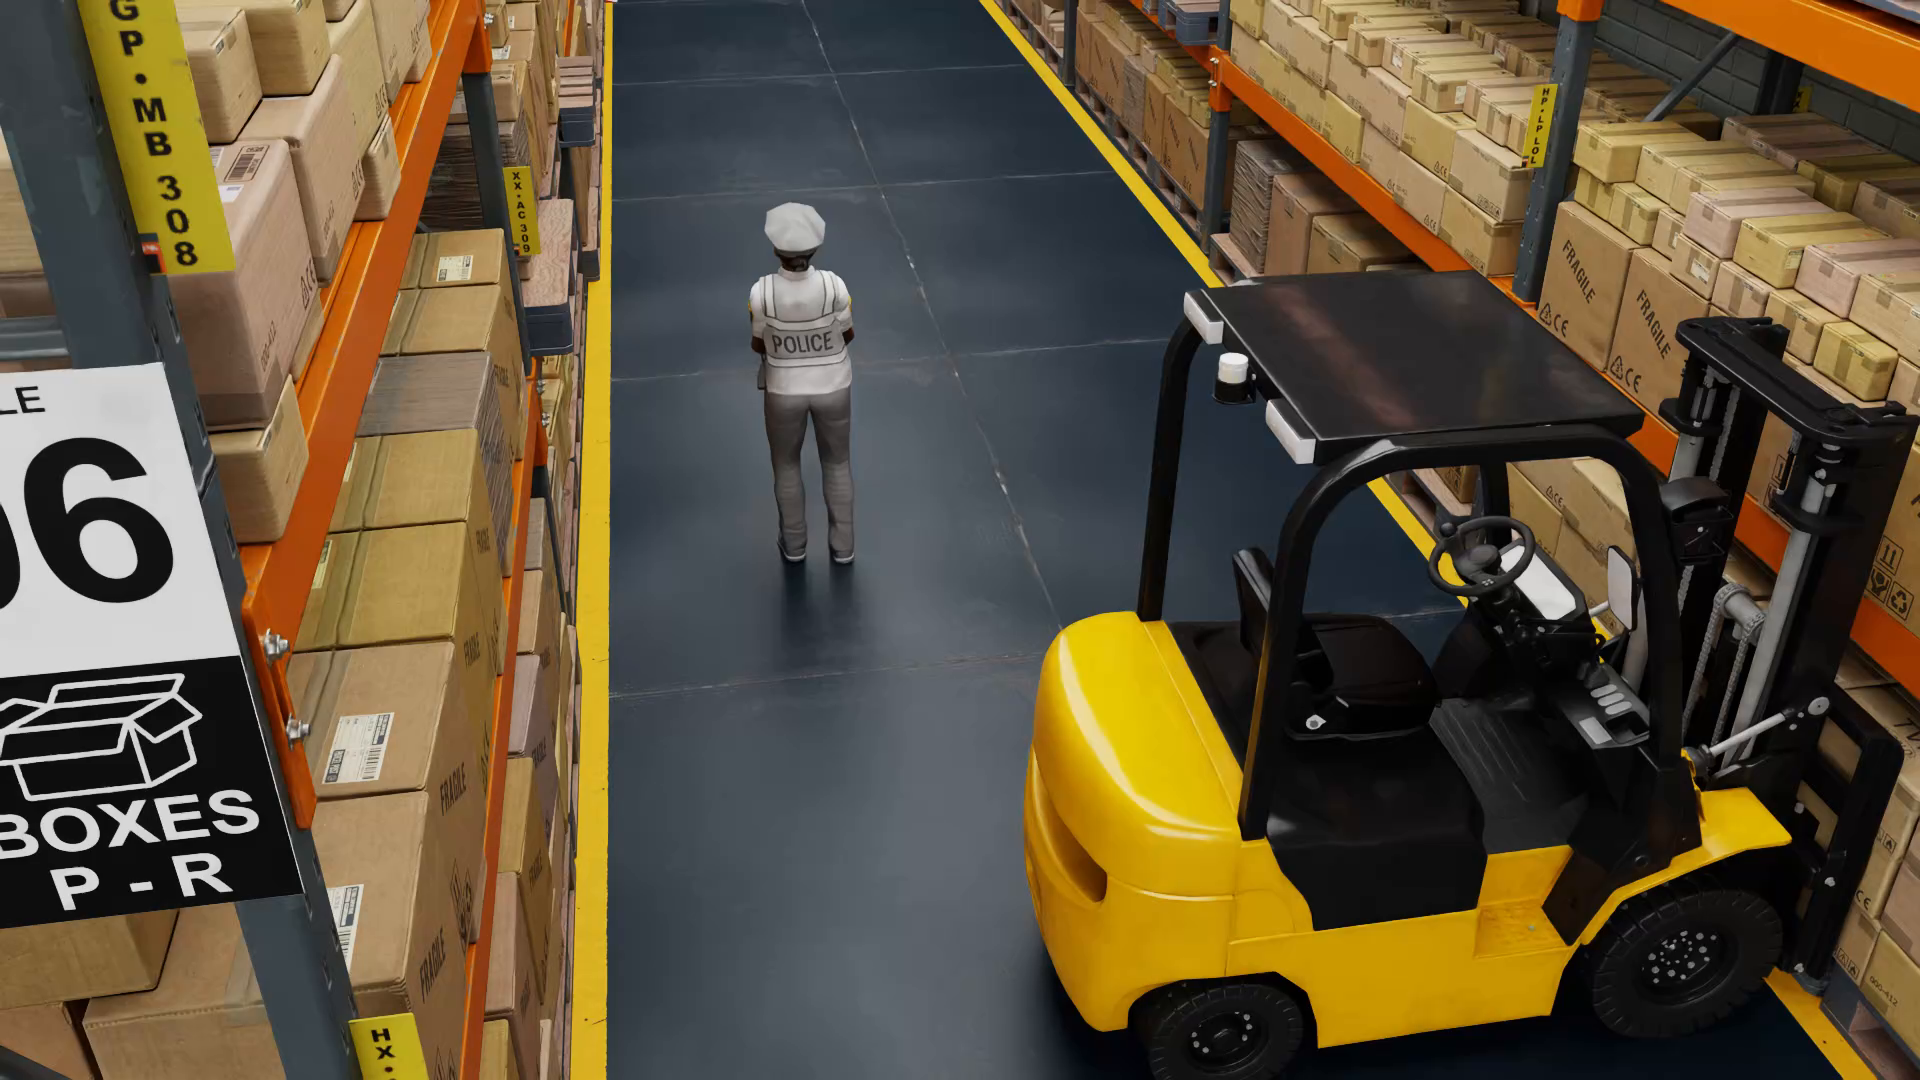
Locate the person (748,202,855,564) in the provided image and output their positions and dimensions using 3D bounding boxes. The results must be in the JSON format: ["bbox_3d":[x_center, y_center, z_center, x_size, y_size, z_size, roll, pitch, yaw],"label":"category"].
[{"bbox_3d":[-0.678,-0.684,7.250,0.449,1.688,0.535,-5,31,-9],"label":"person"}]
